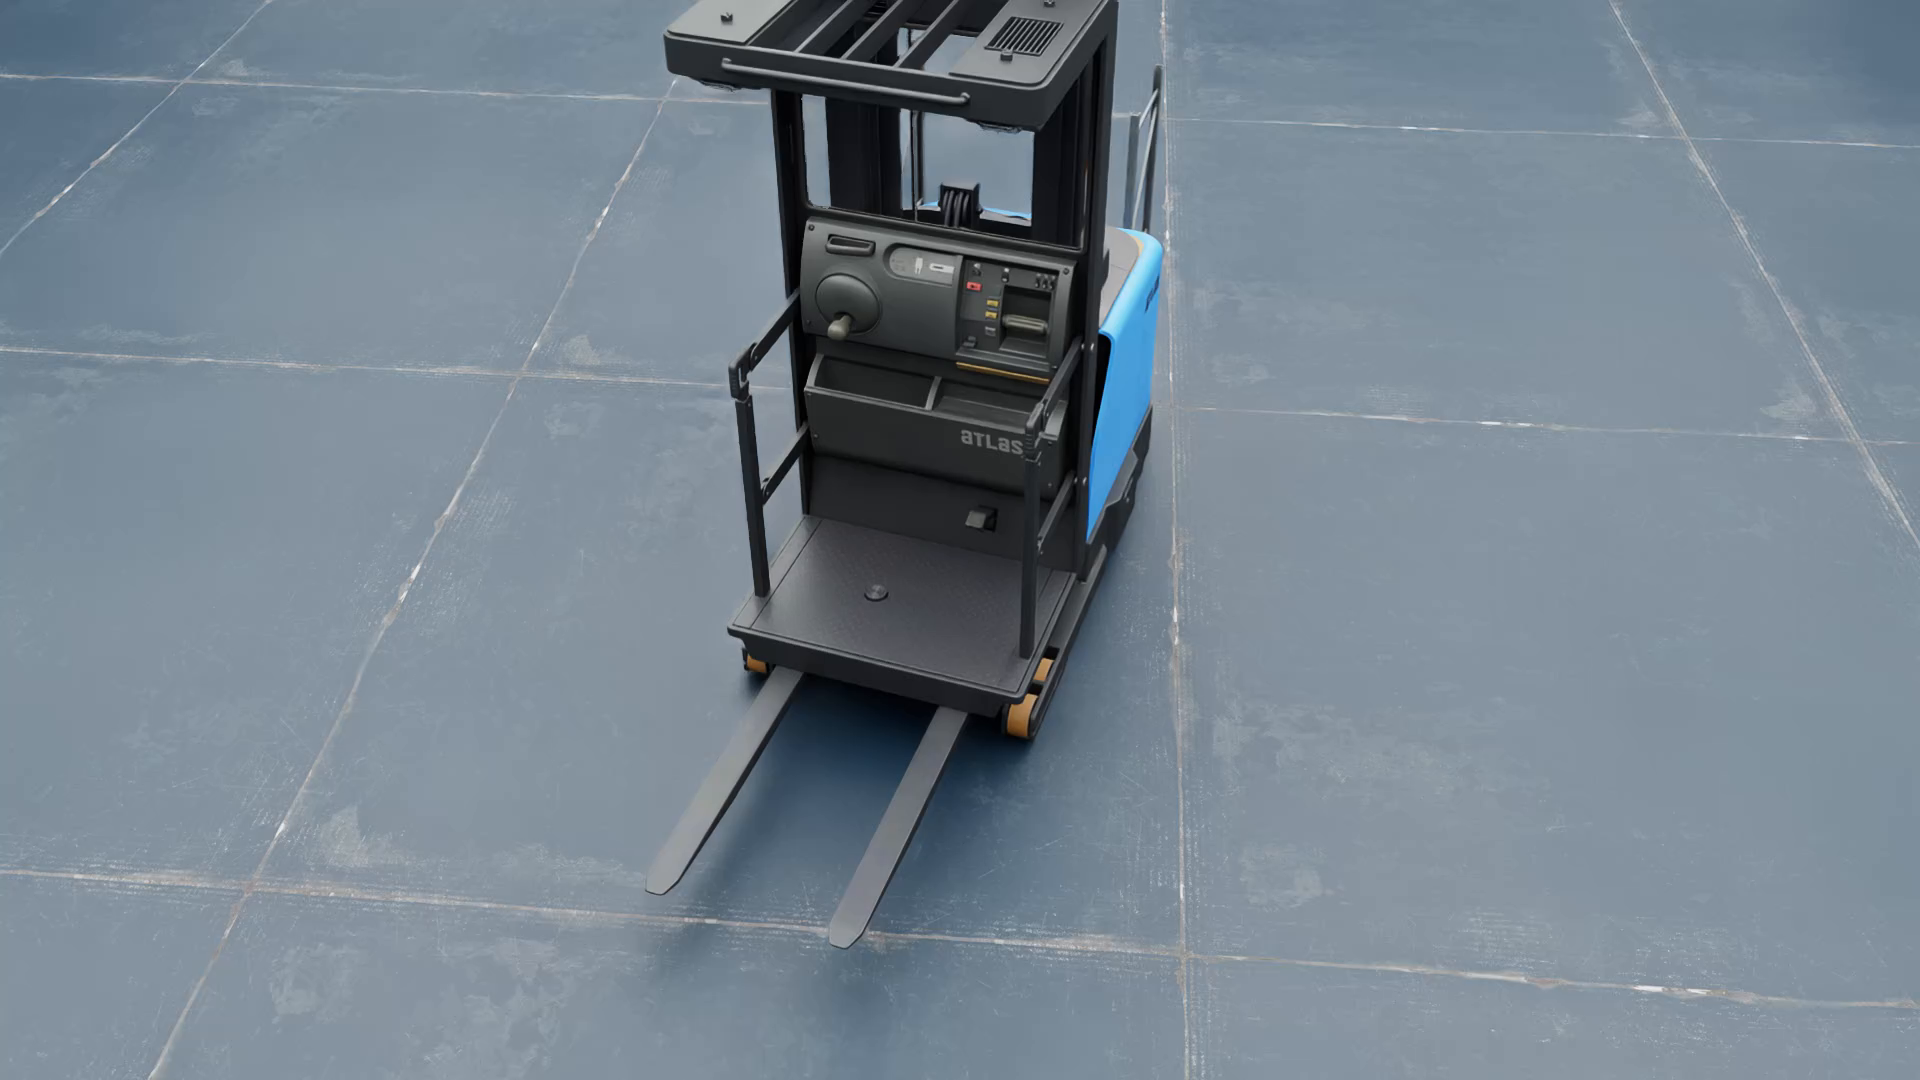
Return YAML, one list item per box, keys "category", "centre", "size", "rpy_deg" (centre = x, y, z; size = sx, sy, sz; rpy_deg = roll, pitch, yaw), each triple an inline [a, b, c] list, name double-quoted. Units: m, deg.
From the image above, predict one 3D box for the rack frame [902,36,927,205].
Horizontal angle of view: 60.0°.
- category: "rack frame"
  centre: [-0.234, -1.380, 7.257]
  size: [0.032, 1.500, 0.500]
  rpy_deg: [11, 40, 13]

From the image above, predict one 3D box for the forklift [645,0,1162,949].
- category: "forklift"
  centre: [-0.153, -0.727, 5.322]
  size: [1.130, 2.935, 3.031]
  rpy_deg: [12, 41, 15]

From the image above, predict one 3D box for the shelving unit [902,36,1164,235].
- category: "shelving unit"
  centre: [0.253, -1.288, 7.144]
  size: [1.048, 1.500, 0.538]
  rpy_deg: [11, 40, 13]

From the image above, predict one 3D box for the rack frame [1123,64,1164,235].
- category: "rack frame"
  centre: [0.739, -1.195, 7.030]
  size: [0.032, 1.500, 0.500]
  rpy_deg: [11, 40, 13]
